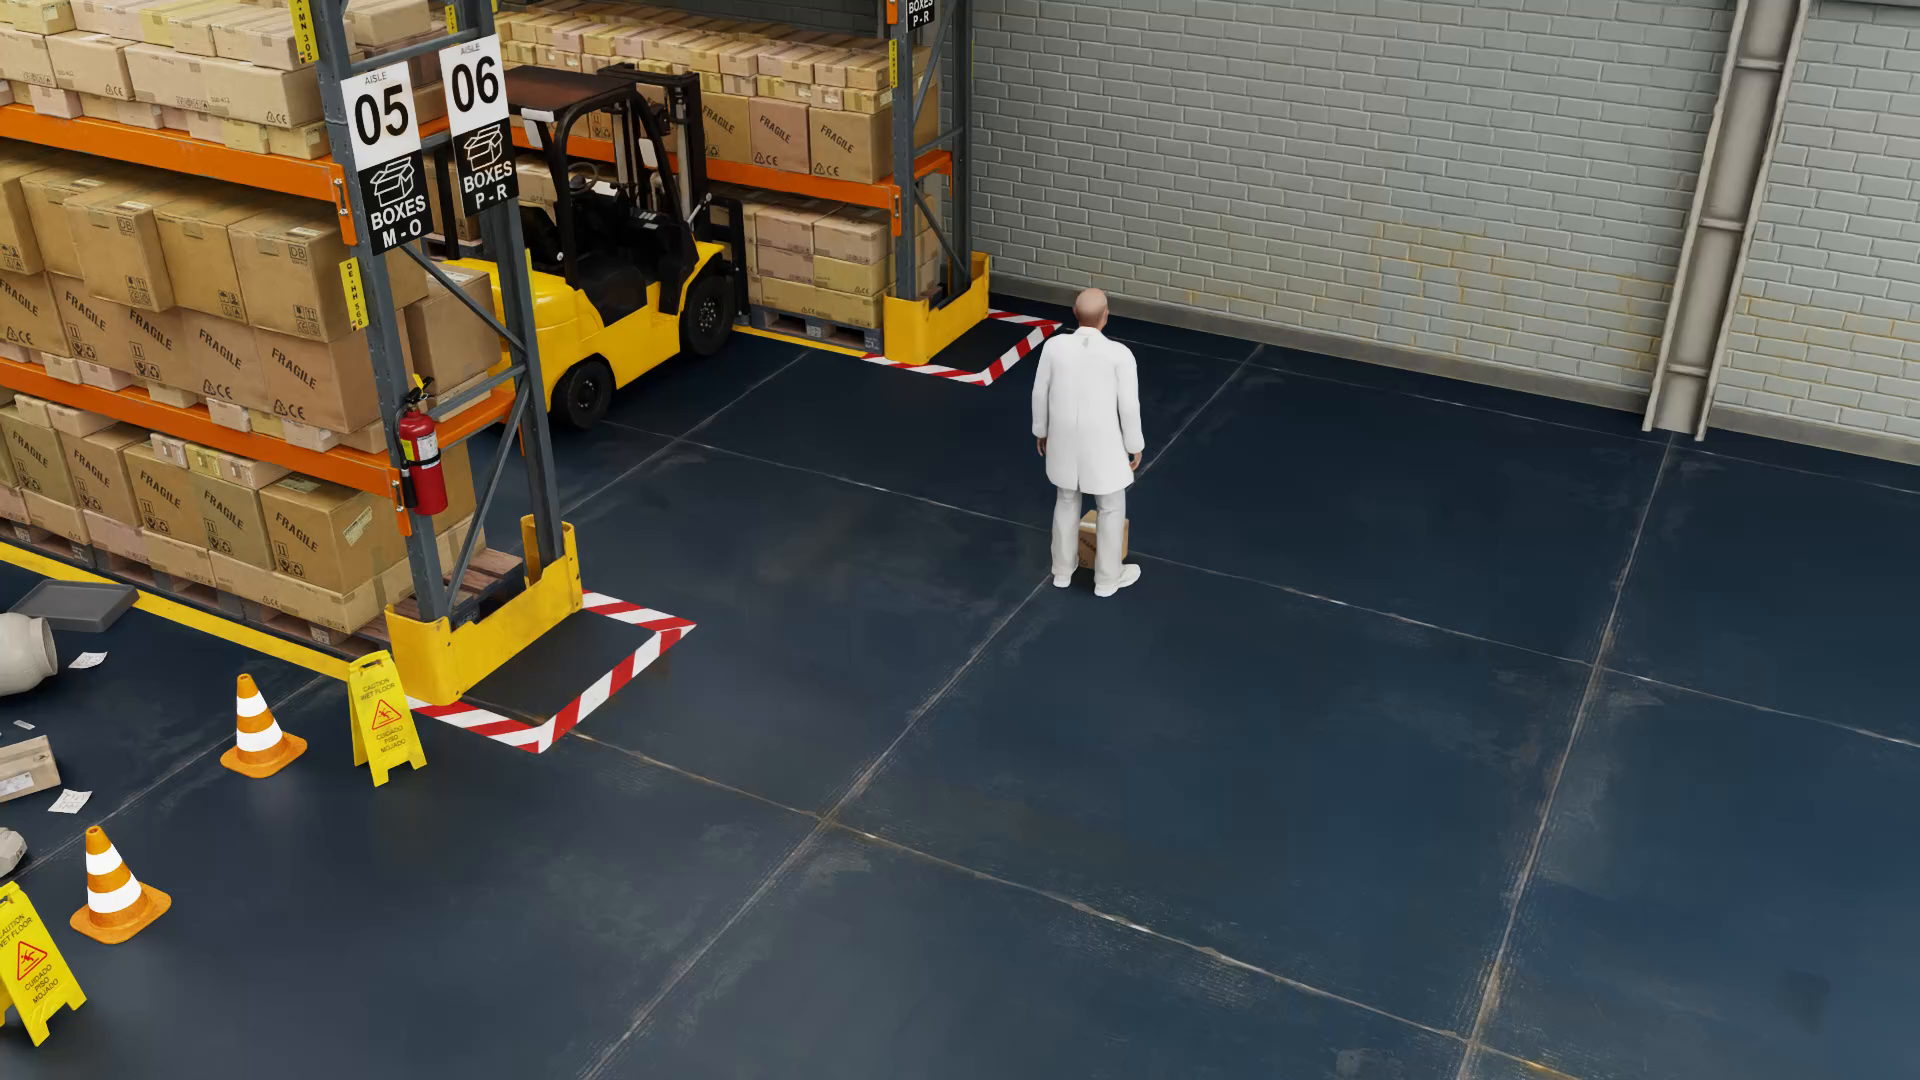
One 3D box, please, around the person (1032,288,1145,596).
[{"bbox_3d":[0.709,-0.545,9.270,0.653,1.774,0.423,12,32,21],"label":"person"}]
